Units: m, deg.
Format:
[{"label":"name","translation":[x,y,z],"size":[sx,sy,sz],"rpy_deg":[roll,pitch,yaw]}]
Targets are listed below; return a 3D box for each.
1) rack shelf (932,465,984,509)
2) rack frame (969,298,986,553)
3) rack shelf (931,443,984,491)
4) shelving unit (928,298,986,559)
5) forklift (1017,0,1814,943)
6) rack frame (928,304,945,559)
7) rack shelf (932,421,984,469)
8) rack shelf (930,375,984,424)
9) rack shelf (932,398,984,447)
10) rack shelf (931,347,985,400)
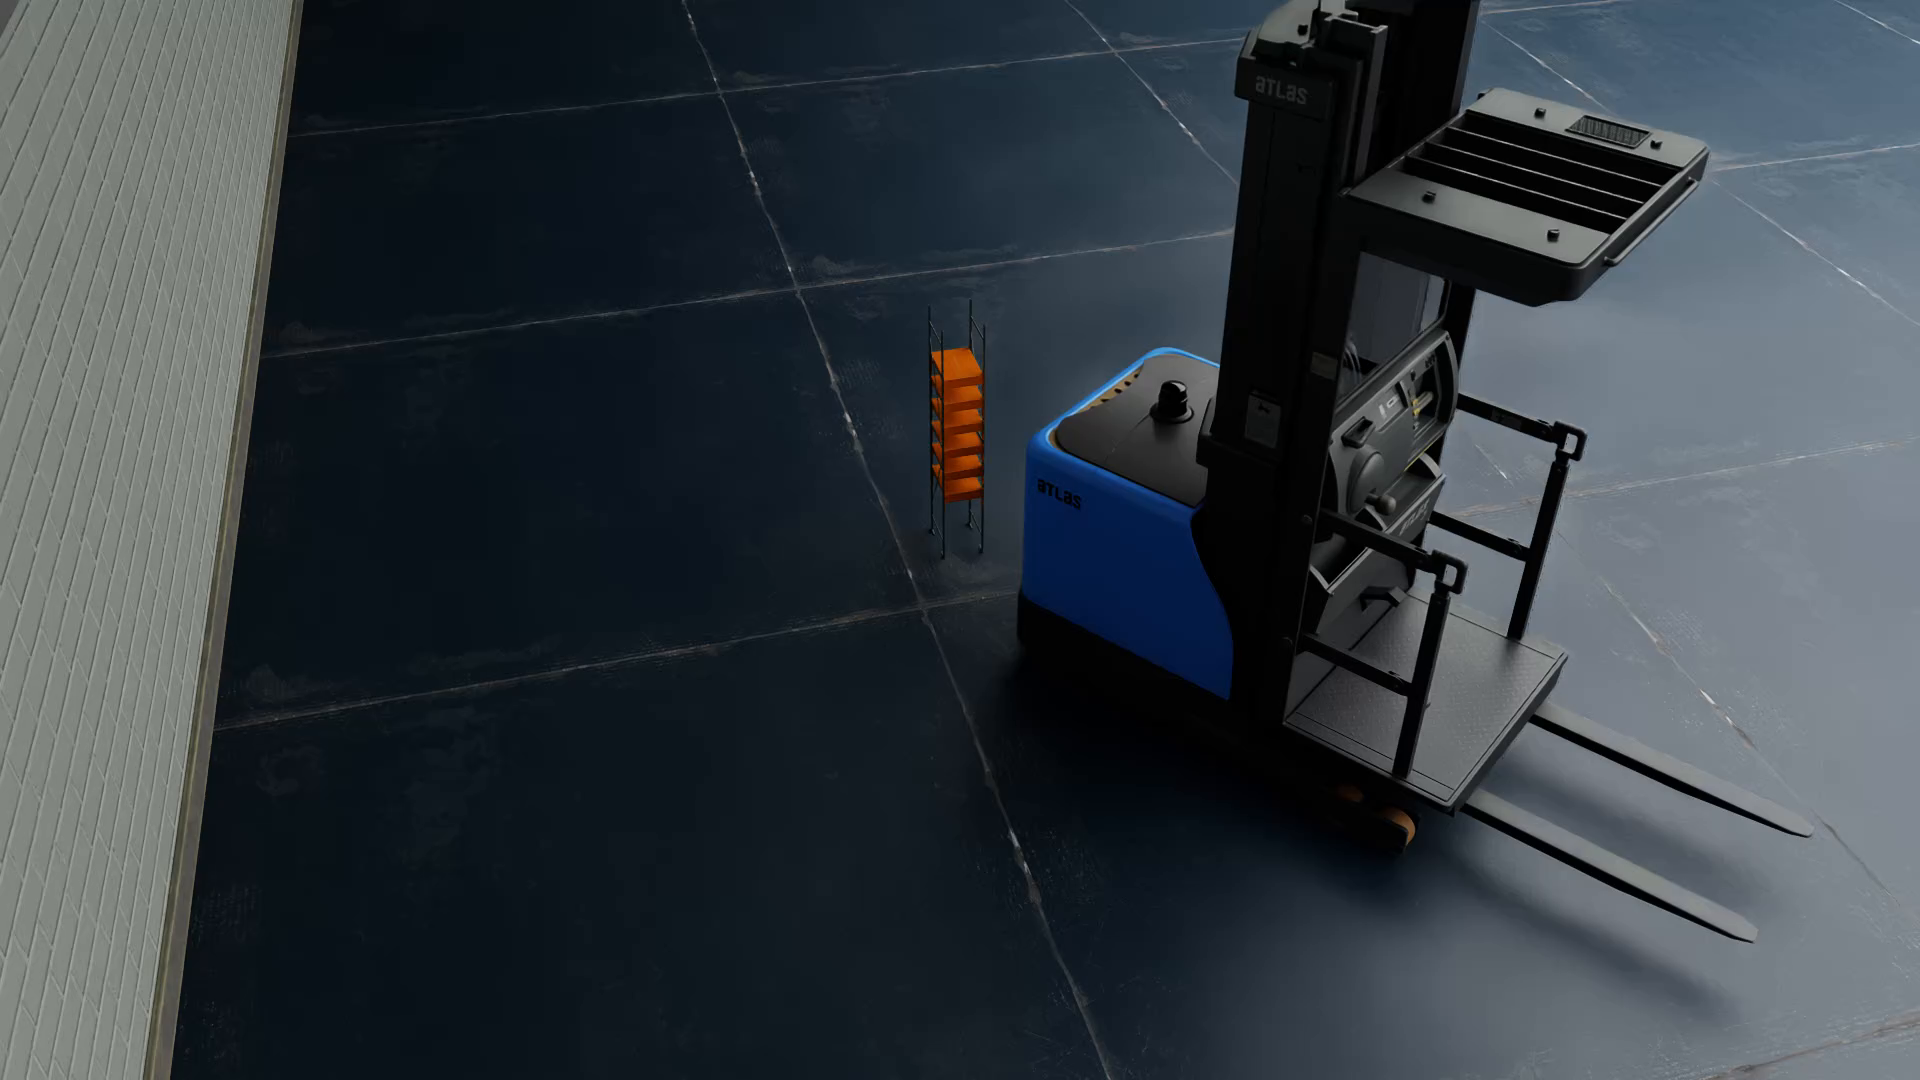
[{"label":"rack shelf","translation":[-0.014,-0.248,7.555],"size":[0.180,0.103,0.258],"rpy_deg":[-9,38,-12]},{"label":"rack frame","translation":[0.074,-0.489,7.401],"size":[0.006,1.200,0.240],"rpy_deg":[-9,38,-12]},{"label":"rack shelf","translation":[-0.014,-0.344,7.482],"size":[0.180,0.103,0.258],"rpy_deg":[-9,38,-12]},{"label":"shelving unit","translation":[-0.014,-0.474,7.382],"size":[0.189,1.200,0.258],"rpy_deg":[-9,38,-12]},{"label":"forklift","translation":[1.708,-0.365,5.815],"size":[3.031,2.935,1.130],"rpy_deg":[26,45,30]},{"label":"rack frame","translation":[-0.102,-0.460,7.364],"size":[0.006,1.200,0.240],"rpy_deg":[-9,38,-12]},{"label":"rack shelf","translation":[-0.014,-0.439,7.409],"size":[0.180,0.103,0.258],"rpy_deg":[-9,38,-12]},{"label":"rack shelf","translation":[-0.014,-0.630,7.264],"size":[0.180,0.103,0.258],"rpy_deg":[-9,38,-12]},{"label":"rack shelf","translation":[-0.014,-0.534,7.337],"size":[0.180,0.103,0.258],"rpy_deg":[-9,38,-12]},{"label":"rack shelf","translation":[-0.014,-0.725,7.191],"size":[0.180,0.103,0.258],"rpy_deg":[-9,38,-12]}]
